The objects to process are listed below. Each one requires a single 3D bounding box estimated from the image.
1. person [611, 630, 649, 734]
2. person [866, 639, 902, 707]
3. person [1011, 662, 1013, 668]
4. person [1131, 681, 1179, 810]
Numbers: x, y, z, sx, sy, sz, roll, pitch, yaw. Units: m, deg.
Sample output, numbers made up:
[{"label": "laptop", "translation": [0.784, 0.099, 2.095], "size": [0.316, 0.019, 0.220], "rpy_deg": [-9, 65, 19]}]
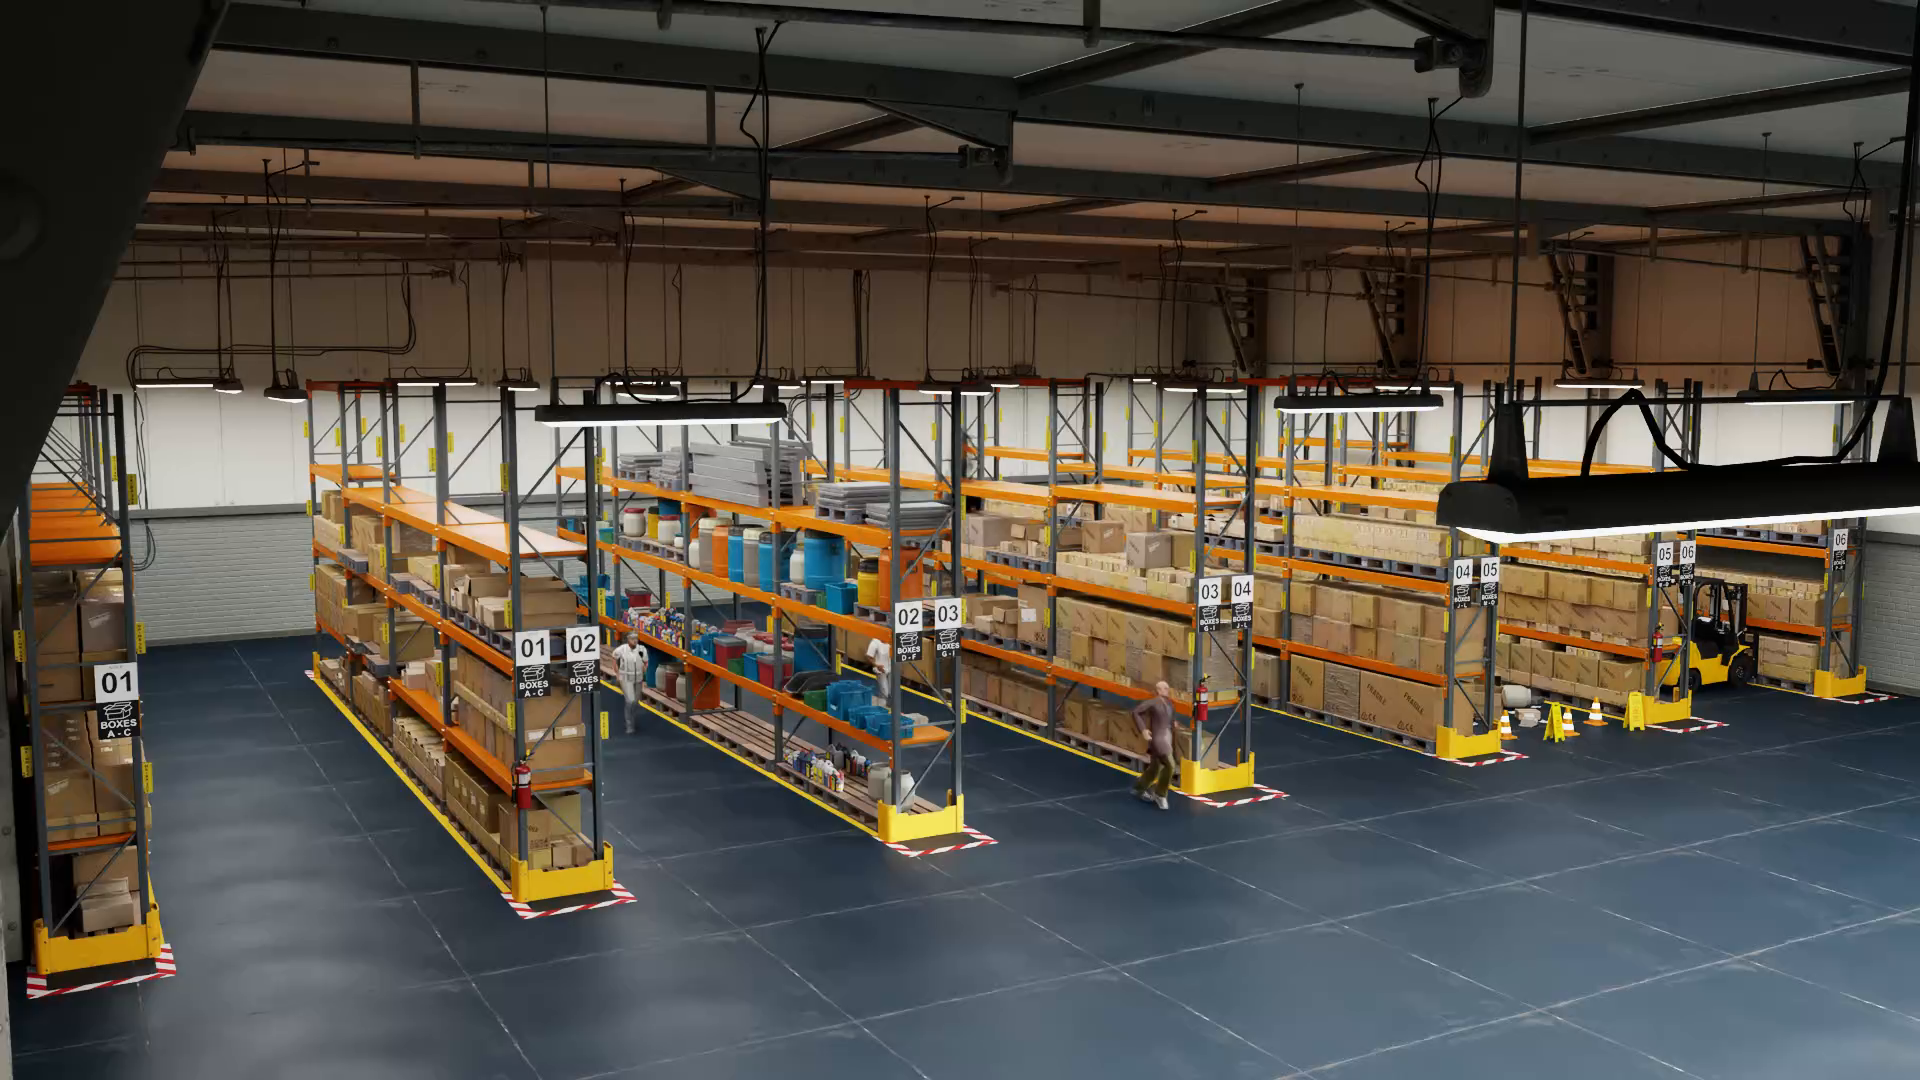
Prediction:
[{"label": "person", "translation": [-5.651, 2.433, 28.665], "size": [0.573, 1.826, 0.867], "rpy_deg": [-4, 7, -35]}, {"label": "person", "translation": [-1.326, 2.330, 29.623], "size": [0.736, 1.722, 0.605], "rpy_deg": [-4, 7, -32]}, {"label": "person", "translation": [1.024, 1.955, 33.698], "size": [0.503, 1.617, 0.682], "rpy_deg": [-5, 8, -42]}, {"label": "person", "translation": [2.837, 2.939, 23.946], "size": [0.740, 1.823, 0.681], "rpy_deg": [4, 7, 34]}]
